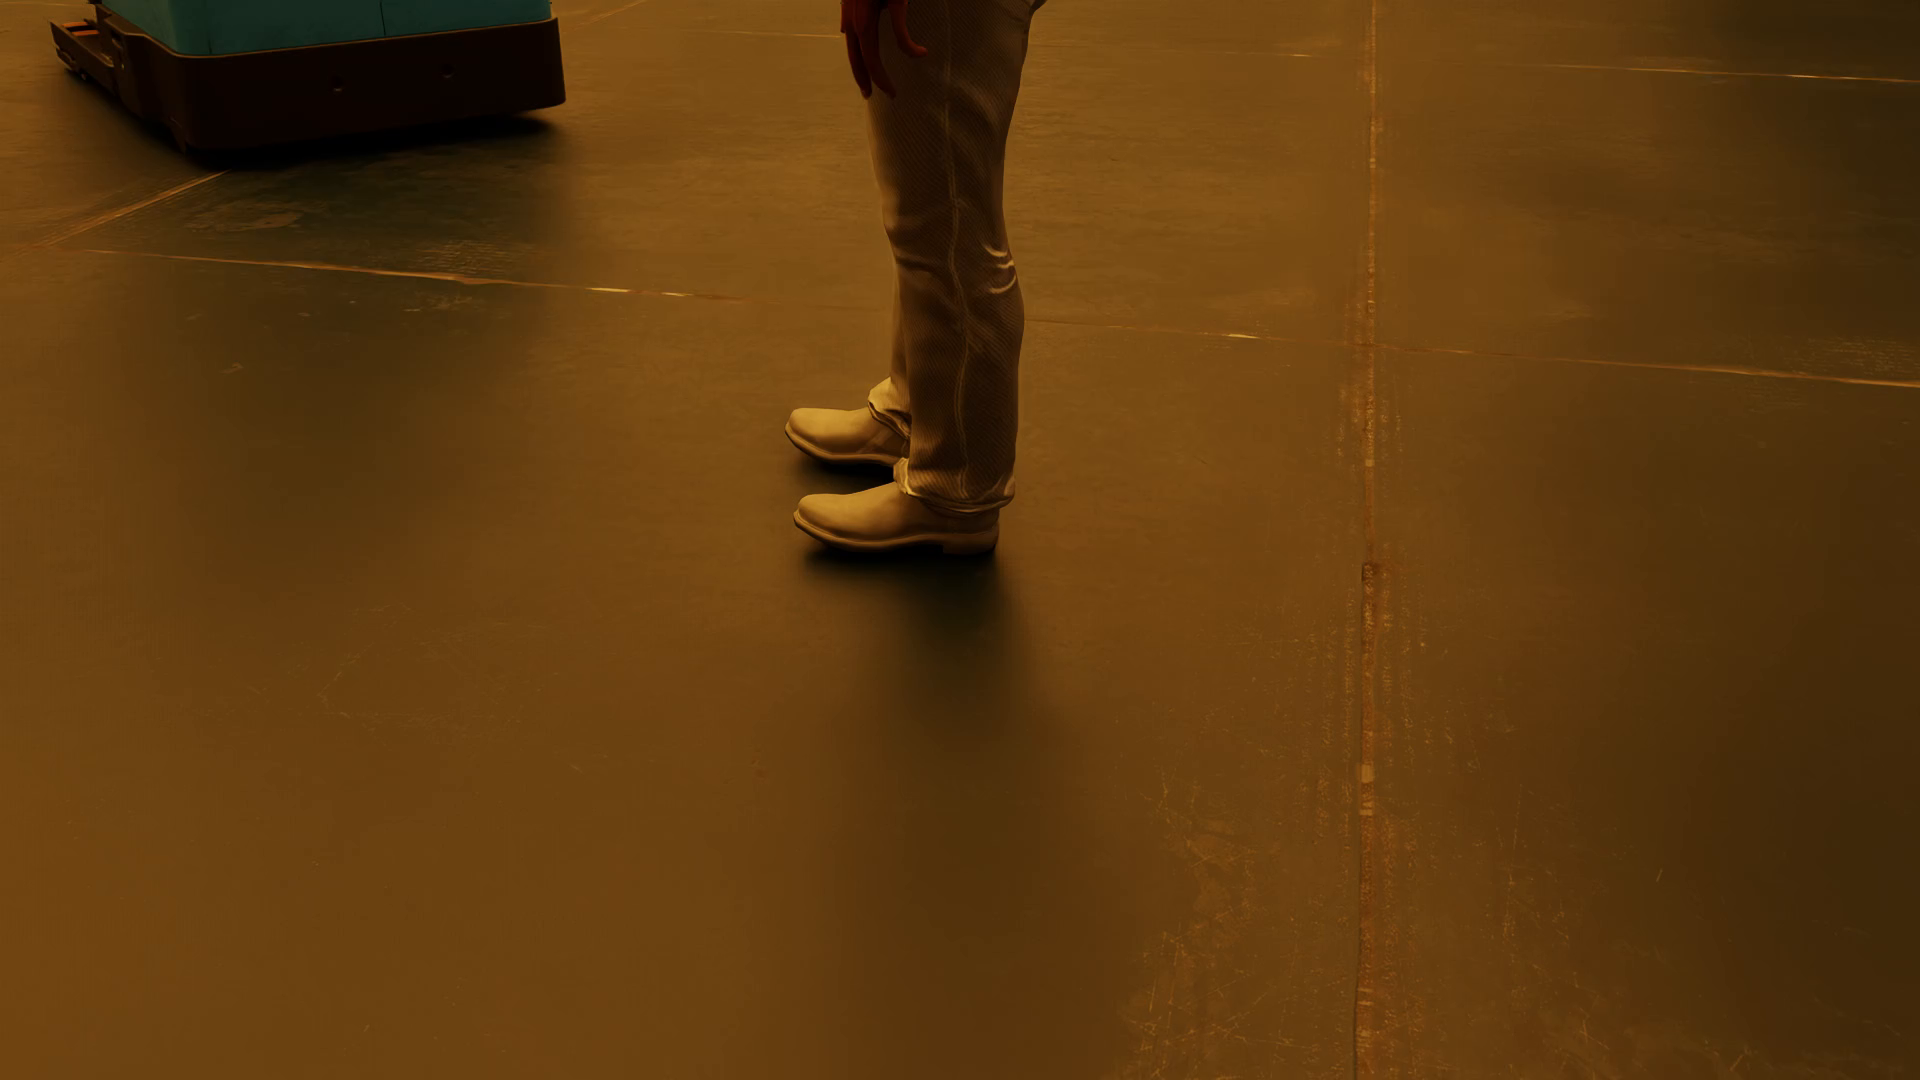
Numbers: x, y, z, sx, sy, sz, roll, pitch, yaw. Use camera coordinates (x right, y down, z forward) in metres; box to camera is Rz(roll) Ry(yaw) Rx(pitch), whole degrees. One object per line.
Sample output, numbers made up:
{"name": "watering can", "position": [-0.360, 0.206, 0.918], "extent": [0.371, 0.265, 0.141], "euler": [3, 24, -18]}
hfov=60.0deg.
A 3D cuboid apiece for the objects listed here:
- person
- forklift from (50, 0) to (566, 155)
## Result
{"name": "person", "position": [-0.067, -0.804, 2.117], "extent": [0.575, 1.768, 0.666], "euler": [6, 27, 11]}
{"name": "forklift", "position": [-2.425, -2.942, 5.078], "extent": [1.130, 2.935, 3.031], "euler": [-18, 32, -31]}
